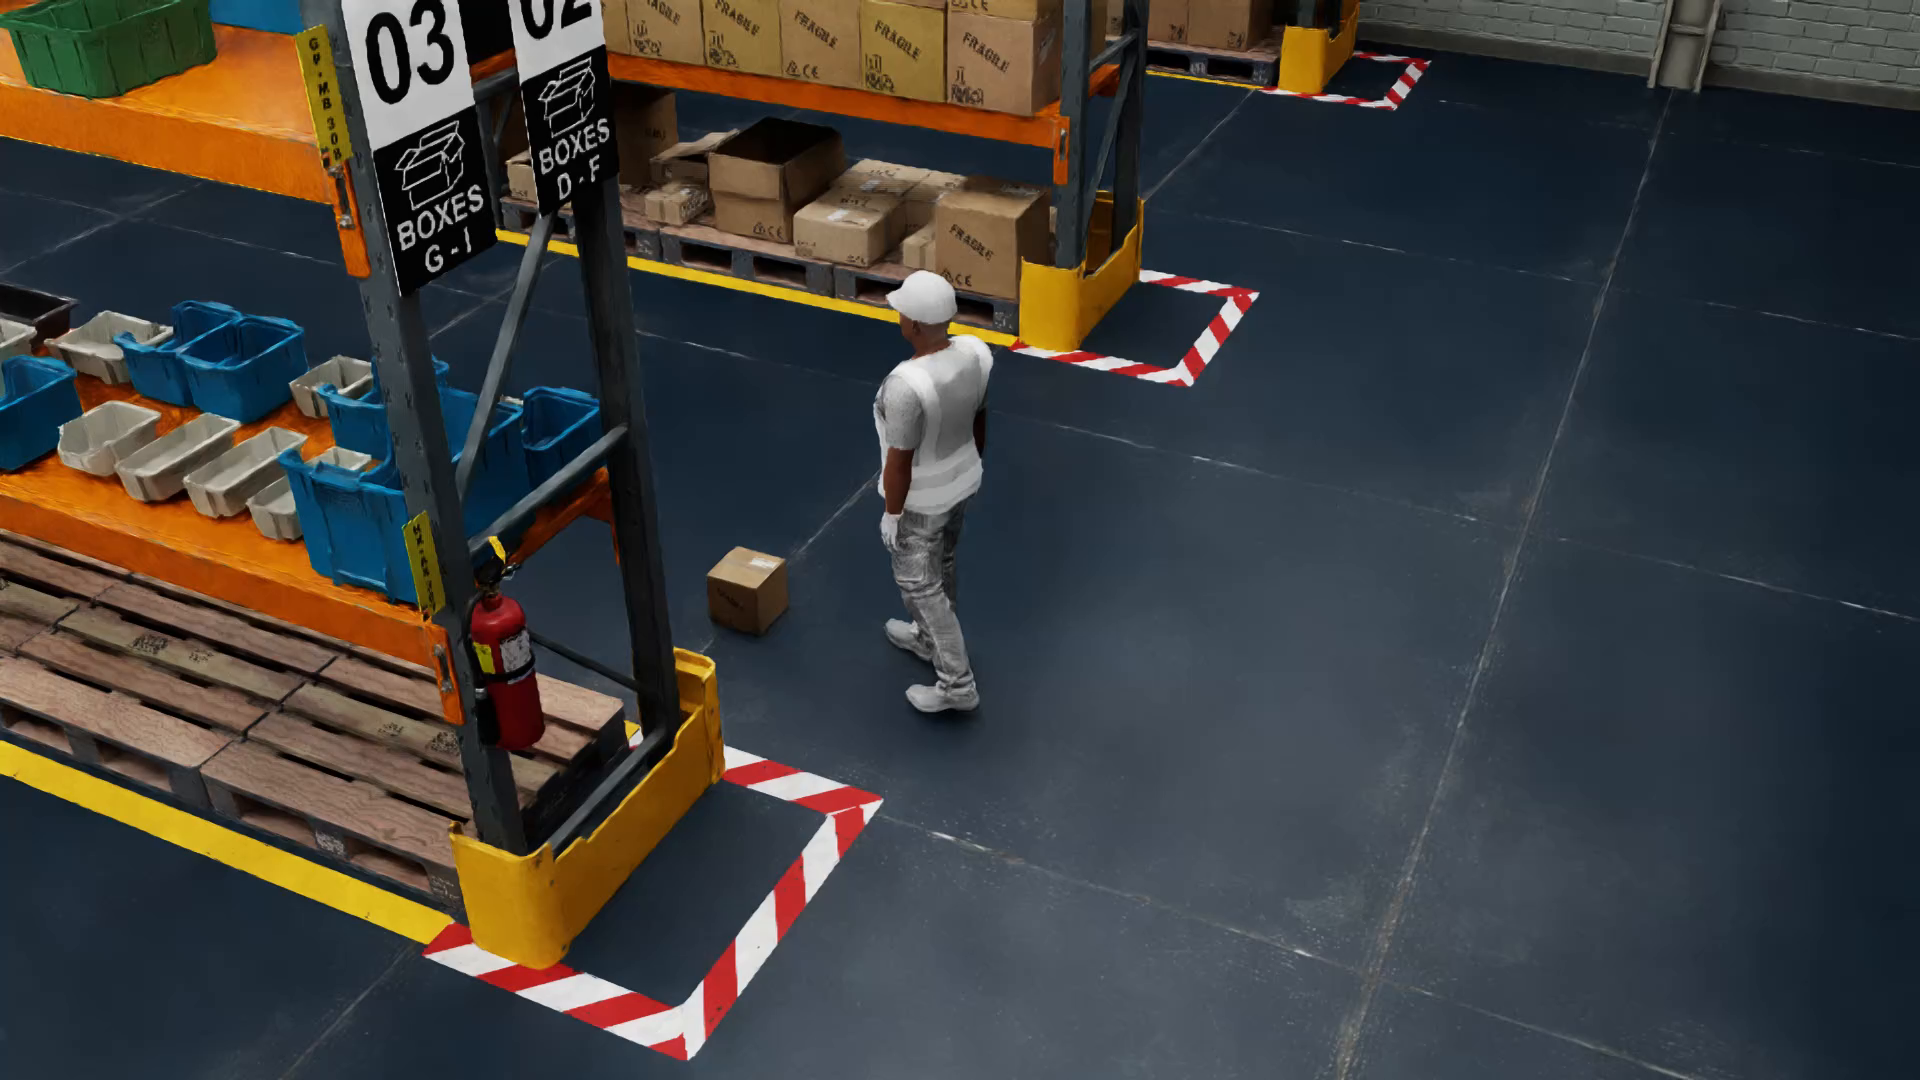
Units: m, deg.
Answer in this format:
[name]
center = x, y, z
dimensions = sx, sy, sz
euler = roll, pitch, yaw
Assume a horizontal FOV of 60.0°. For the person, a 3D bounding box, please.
[person]
center = -0.124, -0.195, 6.397
dimensions = 0.654, 1.790, 0.566
euler = 22, 39, 29
